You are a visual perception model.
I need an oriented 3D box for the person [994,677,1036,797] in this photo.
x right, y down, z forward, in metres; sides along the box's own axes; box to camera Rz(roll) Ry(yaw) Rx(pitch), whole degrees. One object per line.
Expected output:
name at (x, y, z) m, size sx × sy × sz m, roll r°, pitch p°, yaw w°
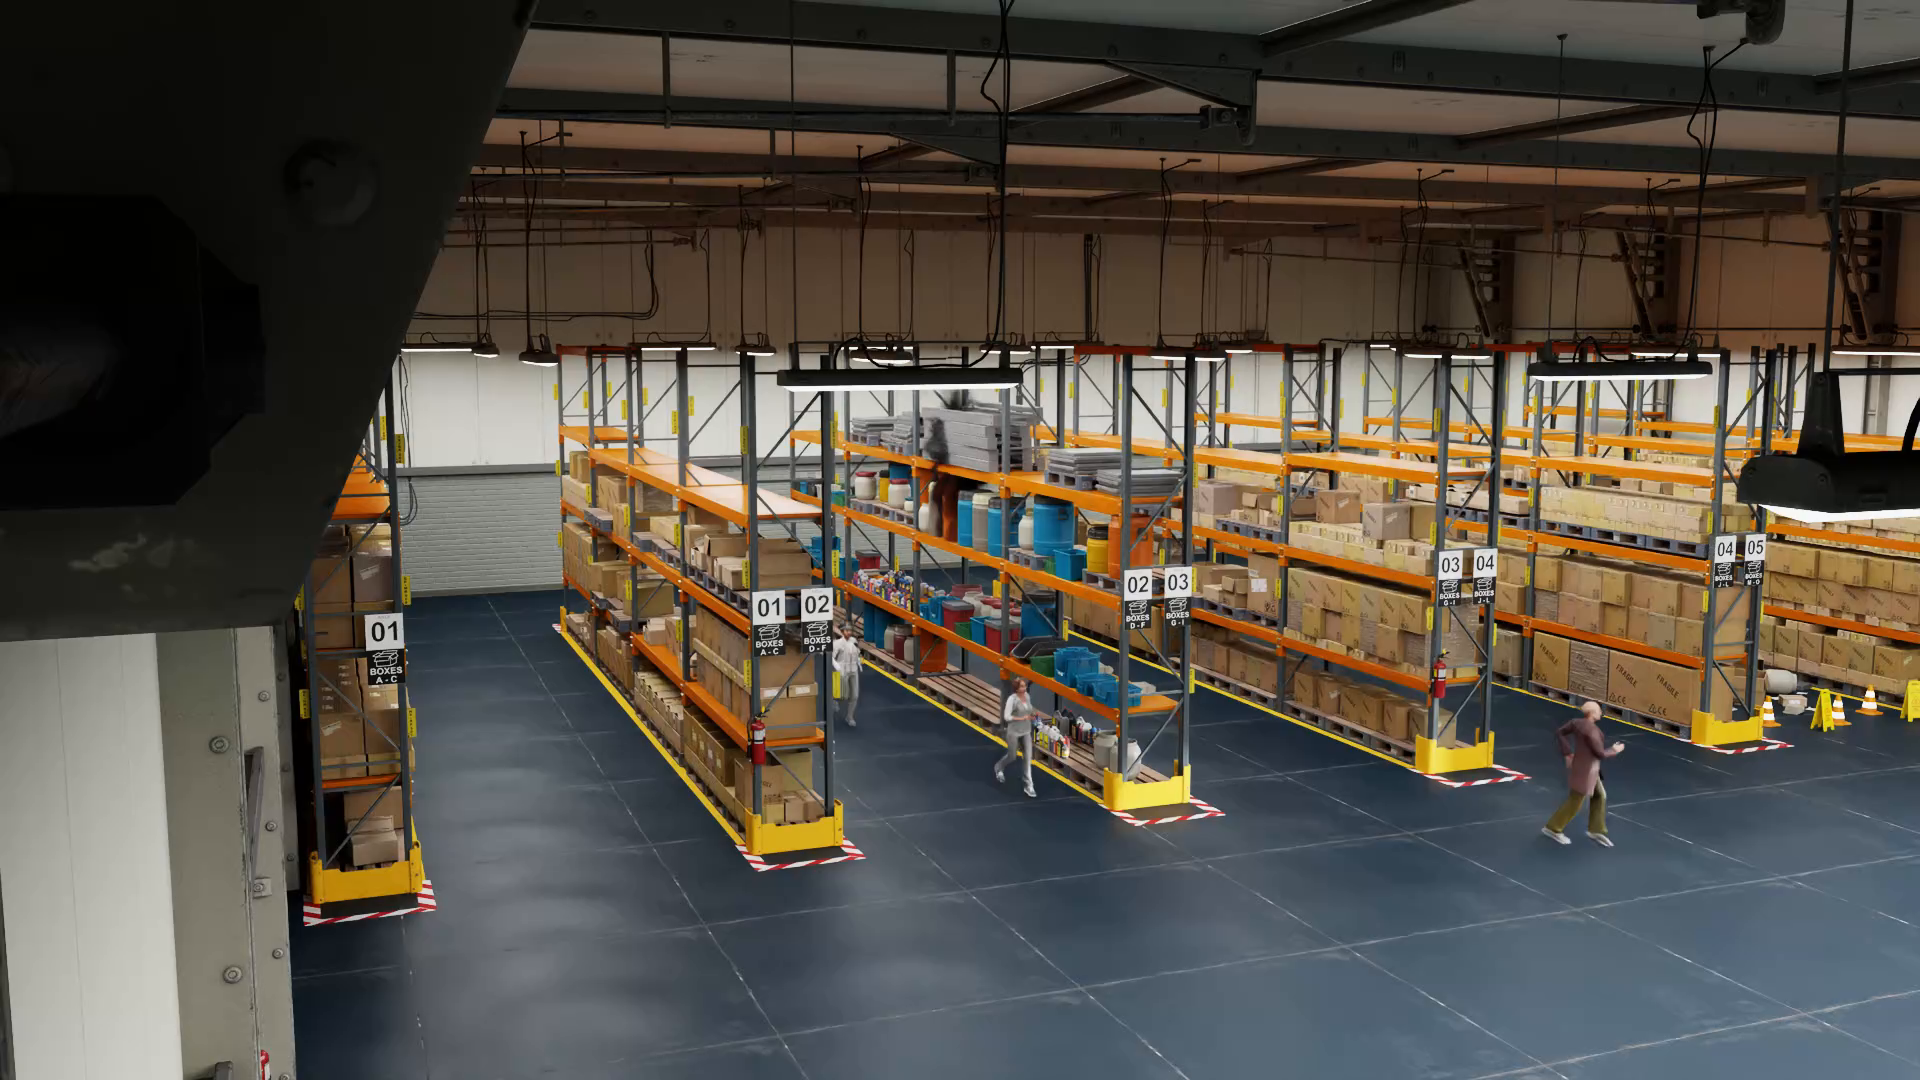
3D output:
person at (0.779, 2.656, 22.700) m, size 0.537 × 1.560 × 0.881 m, roll -5°, pitch 9°, yaw -34°

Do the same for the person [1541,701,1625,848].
person at (7.602, 2.872, 20.292) m, size 0.950 × 1.841 × 0.674 m, roll 1°, pitch 7°, yaw 7°

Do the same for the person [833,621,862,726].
person at (-1.839, 2.125, 26.808) m, size 0.629 × 1.680 × 0.677 m, roll -5°, pitch 9°, yaw -32°
